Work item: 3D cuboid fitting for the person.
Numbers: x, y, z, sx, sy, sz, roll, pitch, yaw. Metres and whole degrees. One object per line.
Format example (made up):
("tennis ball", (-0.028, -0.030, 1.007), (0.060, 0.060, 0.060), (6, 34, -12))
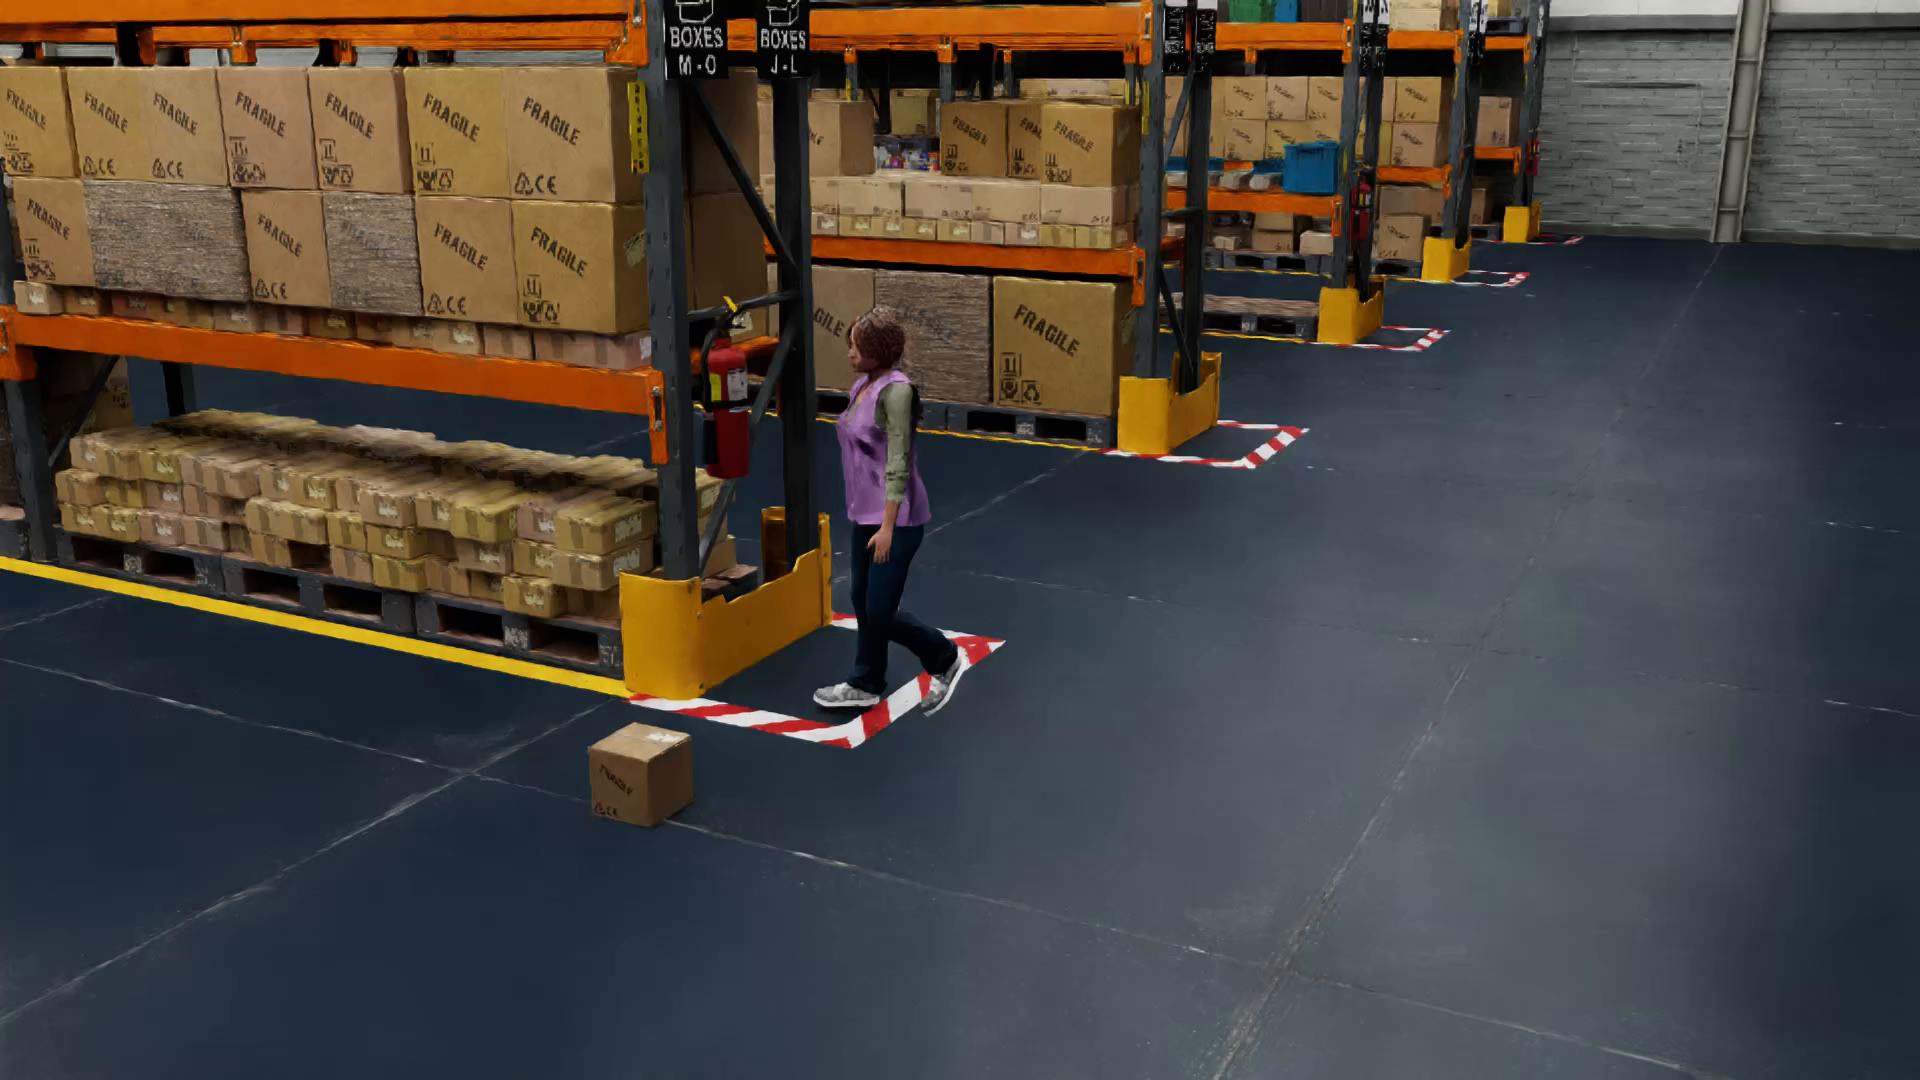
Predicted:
("person", (-0.253, -0.077, 6.251), (0.498, 1.594, 0.559), (-7, 17, -23))
